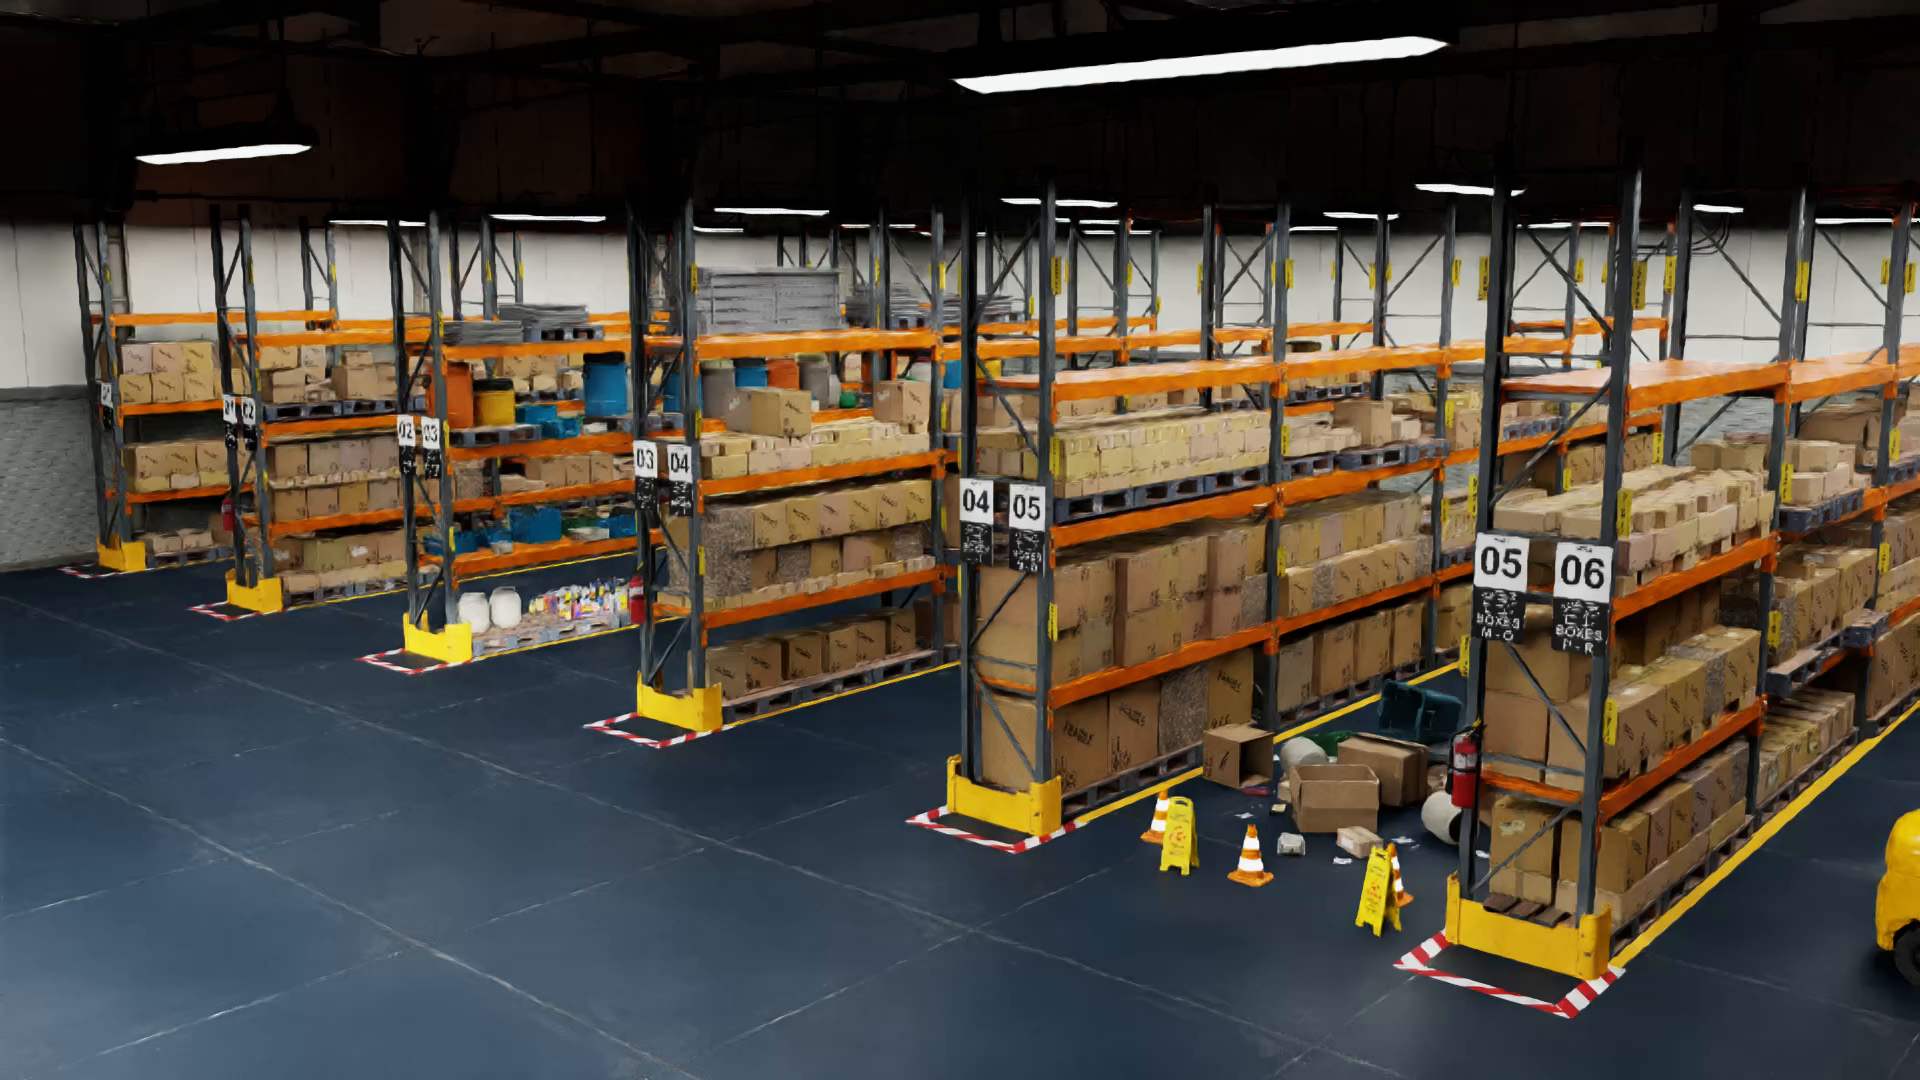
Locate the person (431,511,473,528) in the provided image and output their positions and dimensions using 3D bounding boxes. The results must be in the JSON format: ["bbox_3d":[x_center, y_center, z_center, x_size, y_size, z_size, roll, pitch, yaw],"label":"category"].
[{"bbox_3d":[-9.702,-0.840,31.398,0.445,1.591,1.110,8,12,38],"label":"person"}]

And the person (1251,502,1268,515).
[{"bbox_3d":[4.529,0.166,25.079,0.543,1.700,1.115,9,13,43],"label":"person"}]
